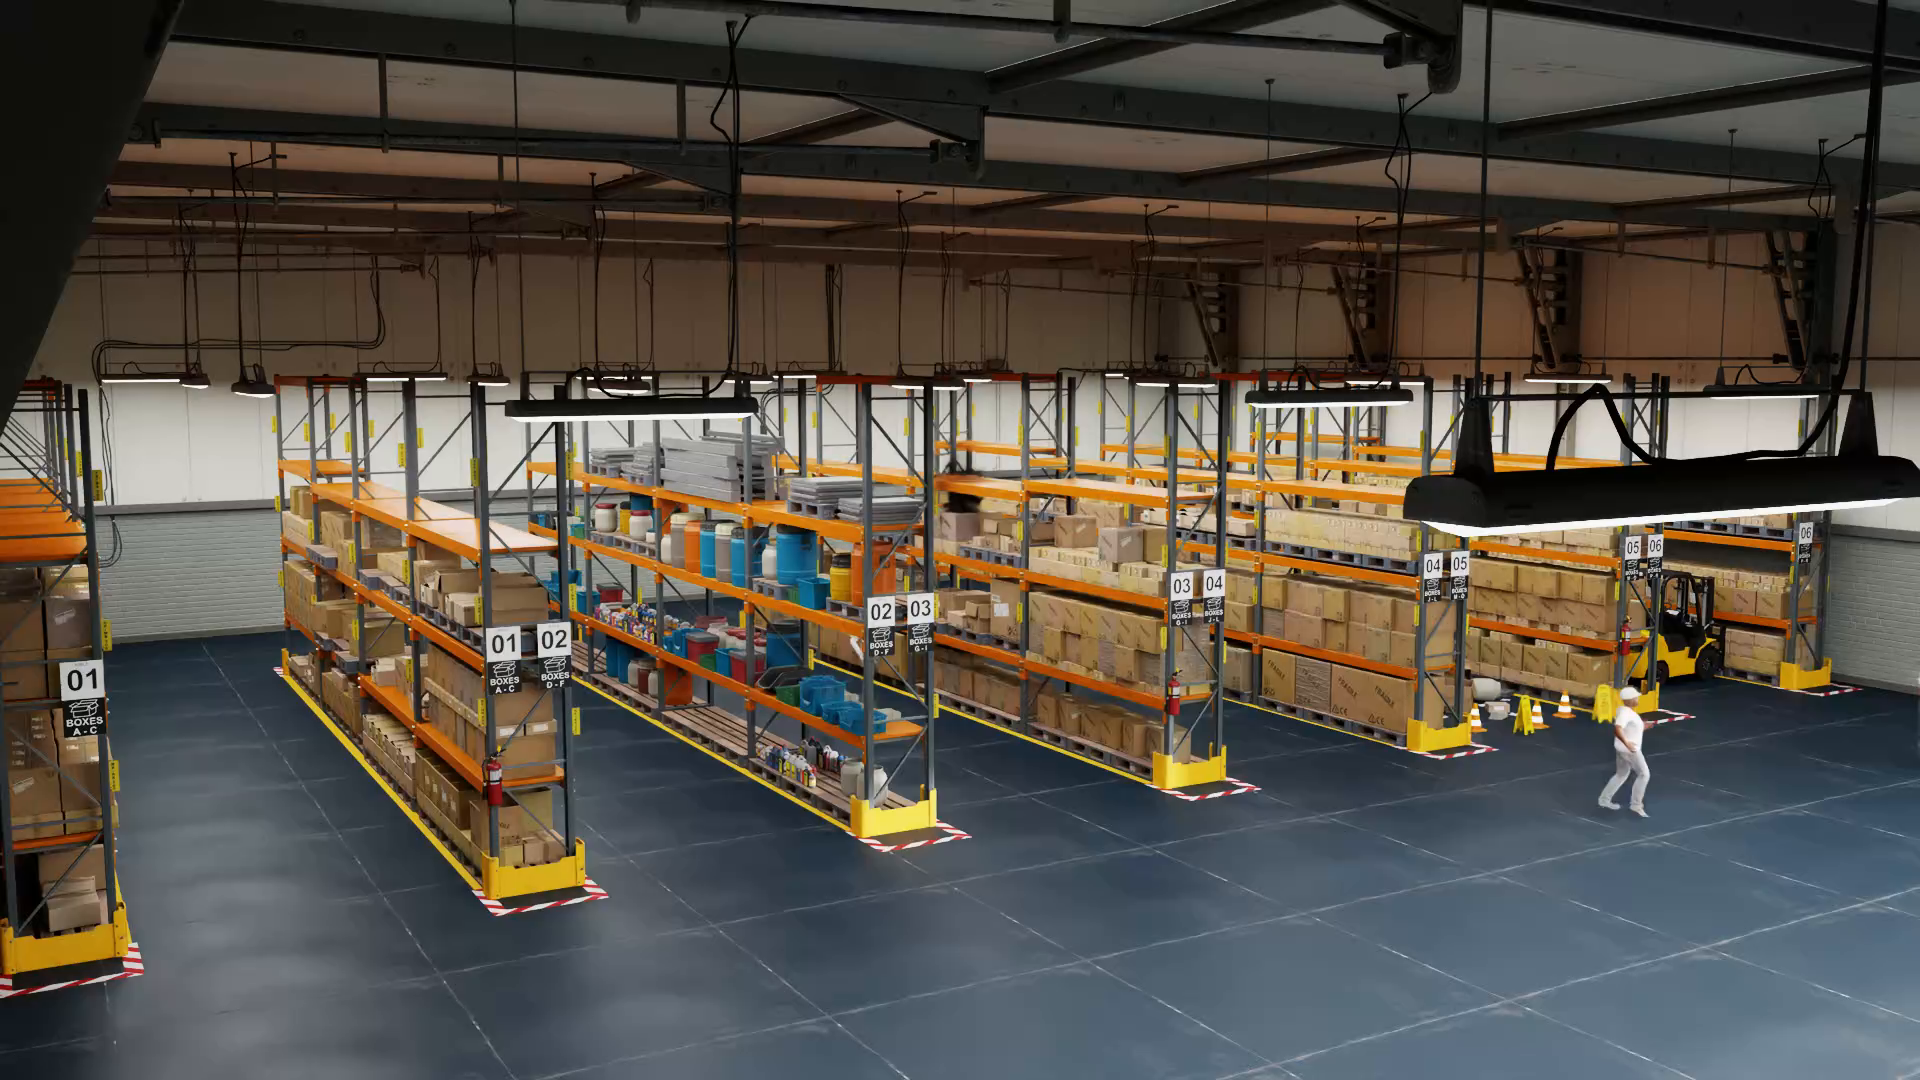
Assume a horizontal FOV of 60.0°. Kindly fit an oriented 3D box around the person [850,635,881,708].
[{"bbox_3d":[-1.524,2.096,28.549,0.601,1.786,0.631,-5,8,-37],"label":"person"}]

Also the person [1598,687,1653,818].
[{"bbox_3d":[9.253,2.944,23.029,0.722,1.830,0.675,1,6,5],"label":"person"}]
